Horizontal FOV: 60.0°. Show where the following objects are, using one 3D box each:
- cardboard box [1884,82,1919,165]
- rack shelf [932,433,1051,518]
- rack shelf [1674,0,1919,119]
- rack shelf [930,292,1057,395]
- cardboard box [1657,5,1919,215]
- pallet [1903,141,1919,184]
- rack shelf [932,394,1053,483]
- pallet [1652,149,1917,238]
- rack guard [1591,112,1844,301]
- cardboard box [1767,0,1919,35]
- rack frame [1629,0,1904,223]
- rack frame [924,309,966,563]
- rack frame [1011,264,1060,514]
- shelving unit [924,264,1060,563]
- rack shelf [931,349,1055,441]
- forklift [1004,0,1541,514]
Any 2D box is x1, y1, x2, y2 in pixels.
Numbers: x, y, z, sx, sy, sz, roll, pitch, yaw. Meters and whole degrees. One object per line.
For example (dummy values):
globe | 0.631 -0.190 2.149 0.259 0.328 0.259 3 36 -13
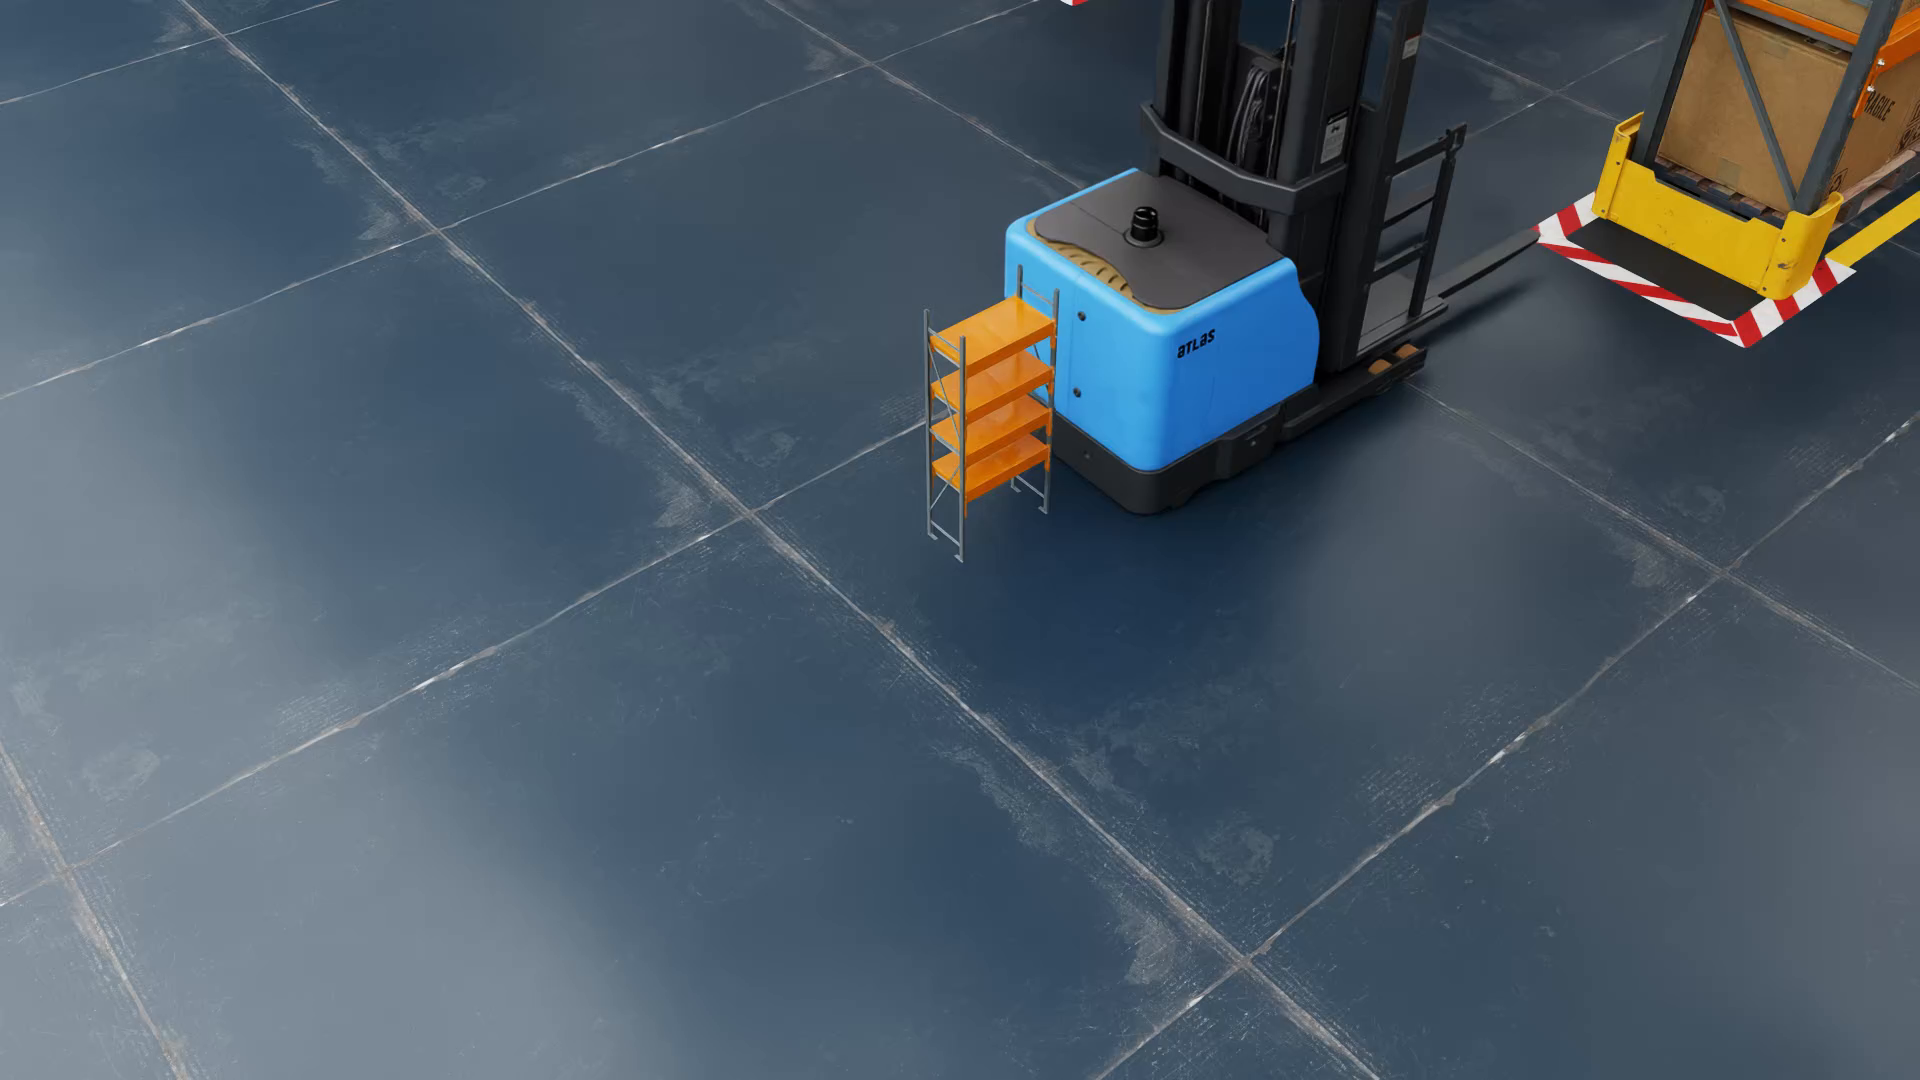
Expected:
cardboard box | 5.166 -2.809 9.349 0.875 0.875 0.875 -31 51 -28
rack shelf | 0.127 -0.316 7.152 0.480 0.148 0.258 -30 51 -28
rack shelf | 5.548 -3.326 9.180 4.000 0.370 1.077 -30 51 -28
rack shelf | 0.127 -0.796 6.701 0.480 0.148 0.258 -30 51 -28
cardboard box | 4.492 -2.421 8.936 0.875 0.875 0.875 -29 51 -28
pallet | 5.513 -2.619 9.938 1.213 0.211 1.003 -30 51 -28
rack shelf | 0.127 -0.461 7.016 0.480 0.148 0.258 -30 51 -28
pallet | 4.577 -2.086 9.371 1.213 0.211 1.003 -30 51 -28
rack guard | 3.996 -1.789 8.843 0.348 0.500 1.175 -30 51 -28
cardboard box | 4.270 -2.952 8.146 0.550 0.550 0.875 -30 51 -28
rack frame | 4.014 -2.710 7.998 0.127 3.000 1.000 -30 51 -28
rack frame | -0.060 -0.403 6.856 0.015 1.200 0.240 -30 51 -28
rack frame | 0.314 -0.617 7.084 0.015 1.200 0.240 -30 51 -28
shelving unit | 0.127 -0.510 6.970 0.503 1.200 0.258 -30 51 -28
rack shelf | 0.127 -0.624 6.863 0.480 0.148 0.258 -30 51 -28
forklift | 1.648 -2.029 7.323 3.031 2.935 1.130 -29 50 -27
